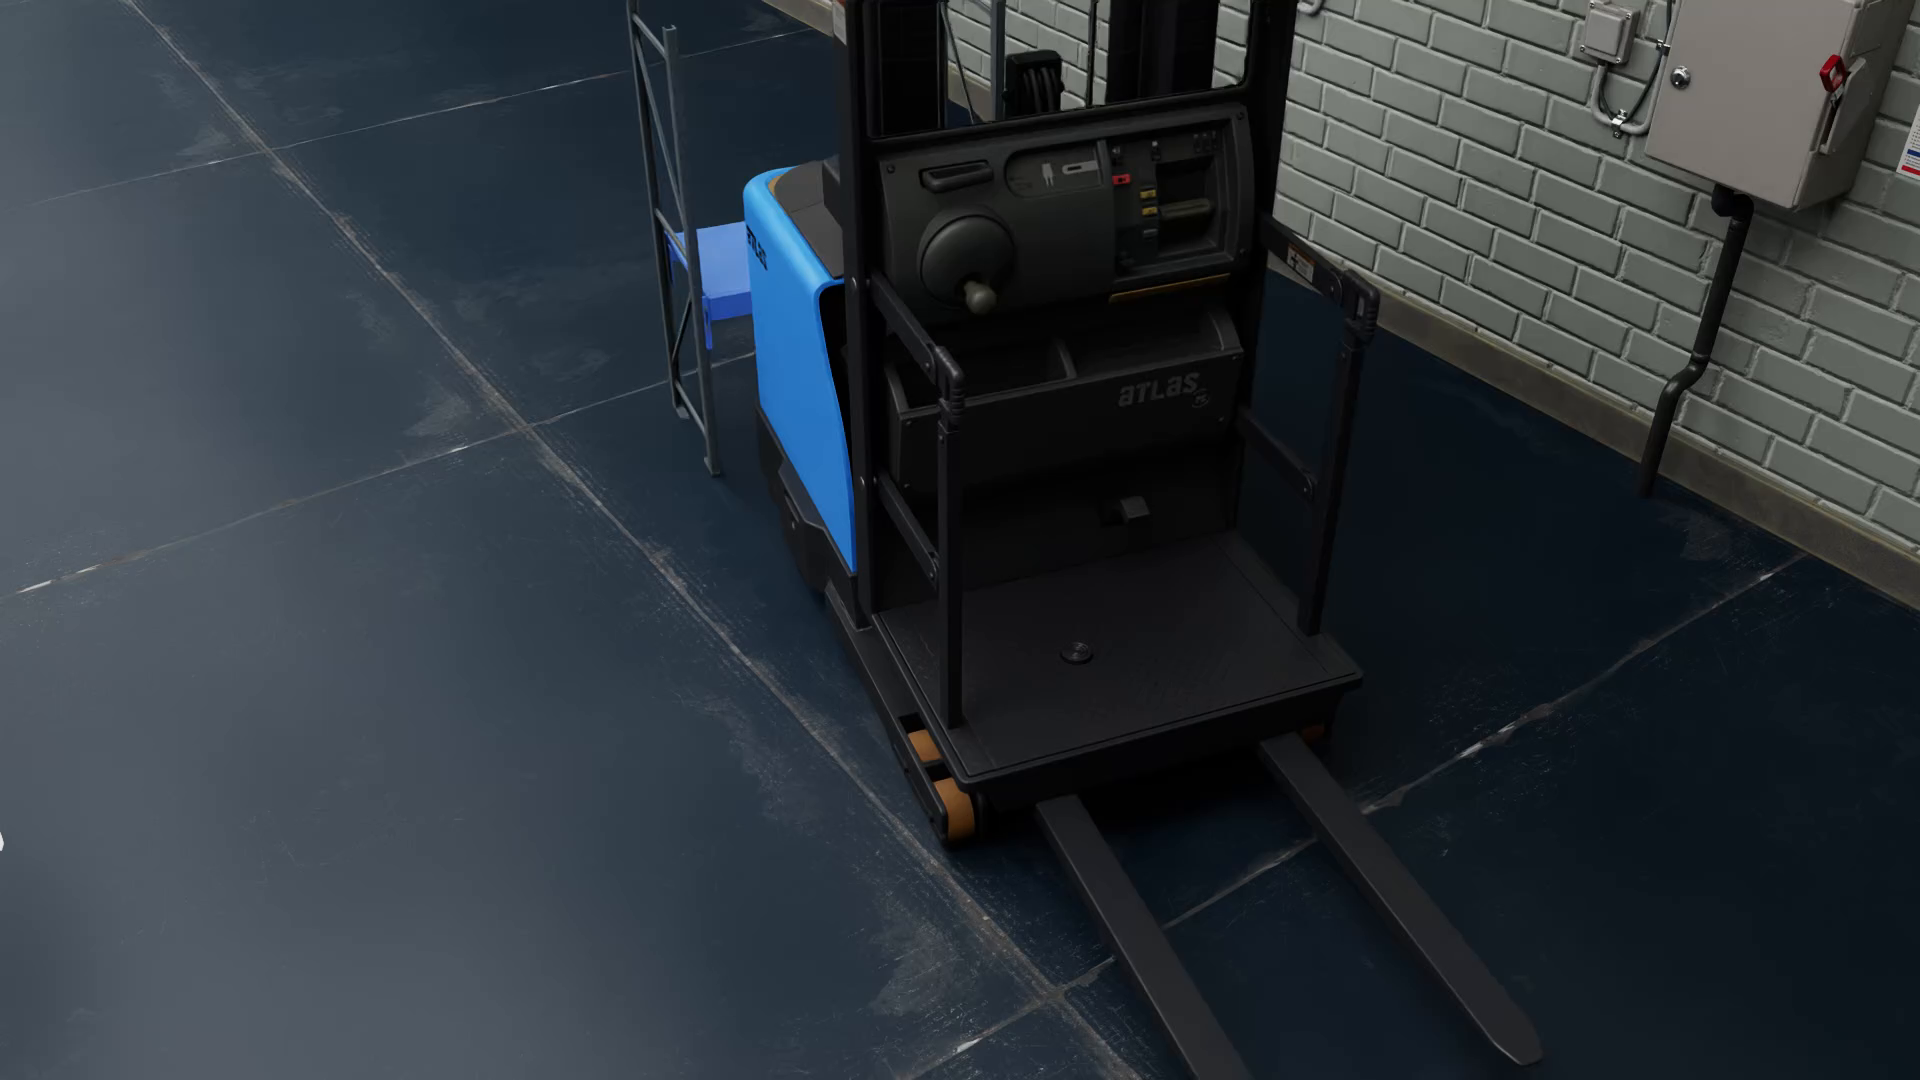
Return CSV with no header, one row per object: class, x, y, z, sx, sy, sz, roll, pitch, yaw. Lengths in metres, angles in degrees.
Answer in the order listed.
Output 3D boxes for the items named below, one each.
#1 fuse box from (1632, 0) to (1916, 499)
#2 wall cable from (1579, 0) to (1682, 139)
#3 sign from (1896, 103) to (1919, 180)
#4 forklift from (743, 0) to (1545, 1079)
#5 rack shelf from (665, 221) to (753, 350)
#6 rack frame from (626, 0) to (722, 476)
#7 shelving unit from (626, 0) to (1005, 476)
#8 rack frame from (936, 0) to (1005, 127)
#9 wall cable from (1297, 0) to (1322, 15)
fuse box,2.230,-0.823,4.928,0.414,1.711,0.539,-22,41,-28
wall cable,1.966,-2.137,4.782,0.122,1.984,0.588,-22,41,-28
sign,2.684,-1.141,4.349,0.001,0.494,0.329,-22,41,-28
forklift,0.343,-0.706,3.721,1.130,2.935,3.031,-13,38,-17
rack shelf,-0.443,-0.931,5.567,1.000,0.185,0.538,-14,38,-19
rack frame,-0.910,-0.959,5.299,0.032,1.500,0.500,-14,38,-19
shelving unit,-0.443,-1.077,5.462,1.048,1.500,0.538,-14,38,-19
rack frame,0.024,-1.194,5.625,0.032,1.500,0.500,-14,38,-19
wall cable,1.139,-2.823,5.708,0.123,1.953,0.585,-22,41,-28
